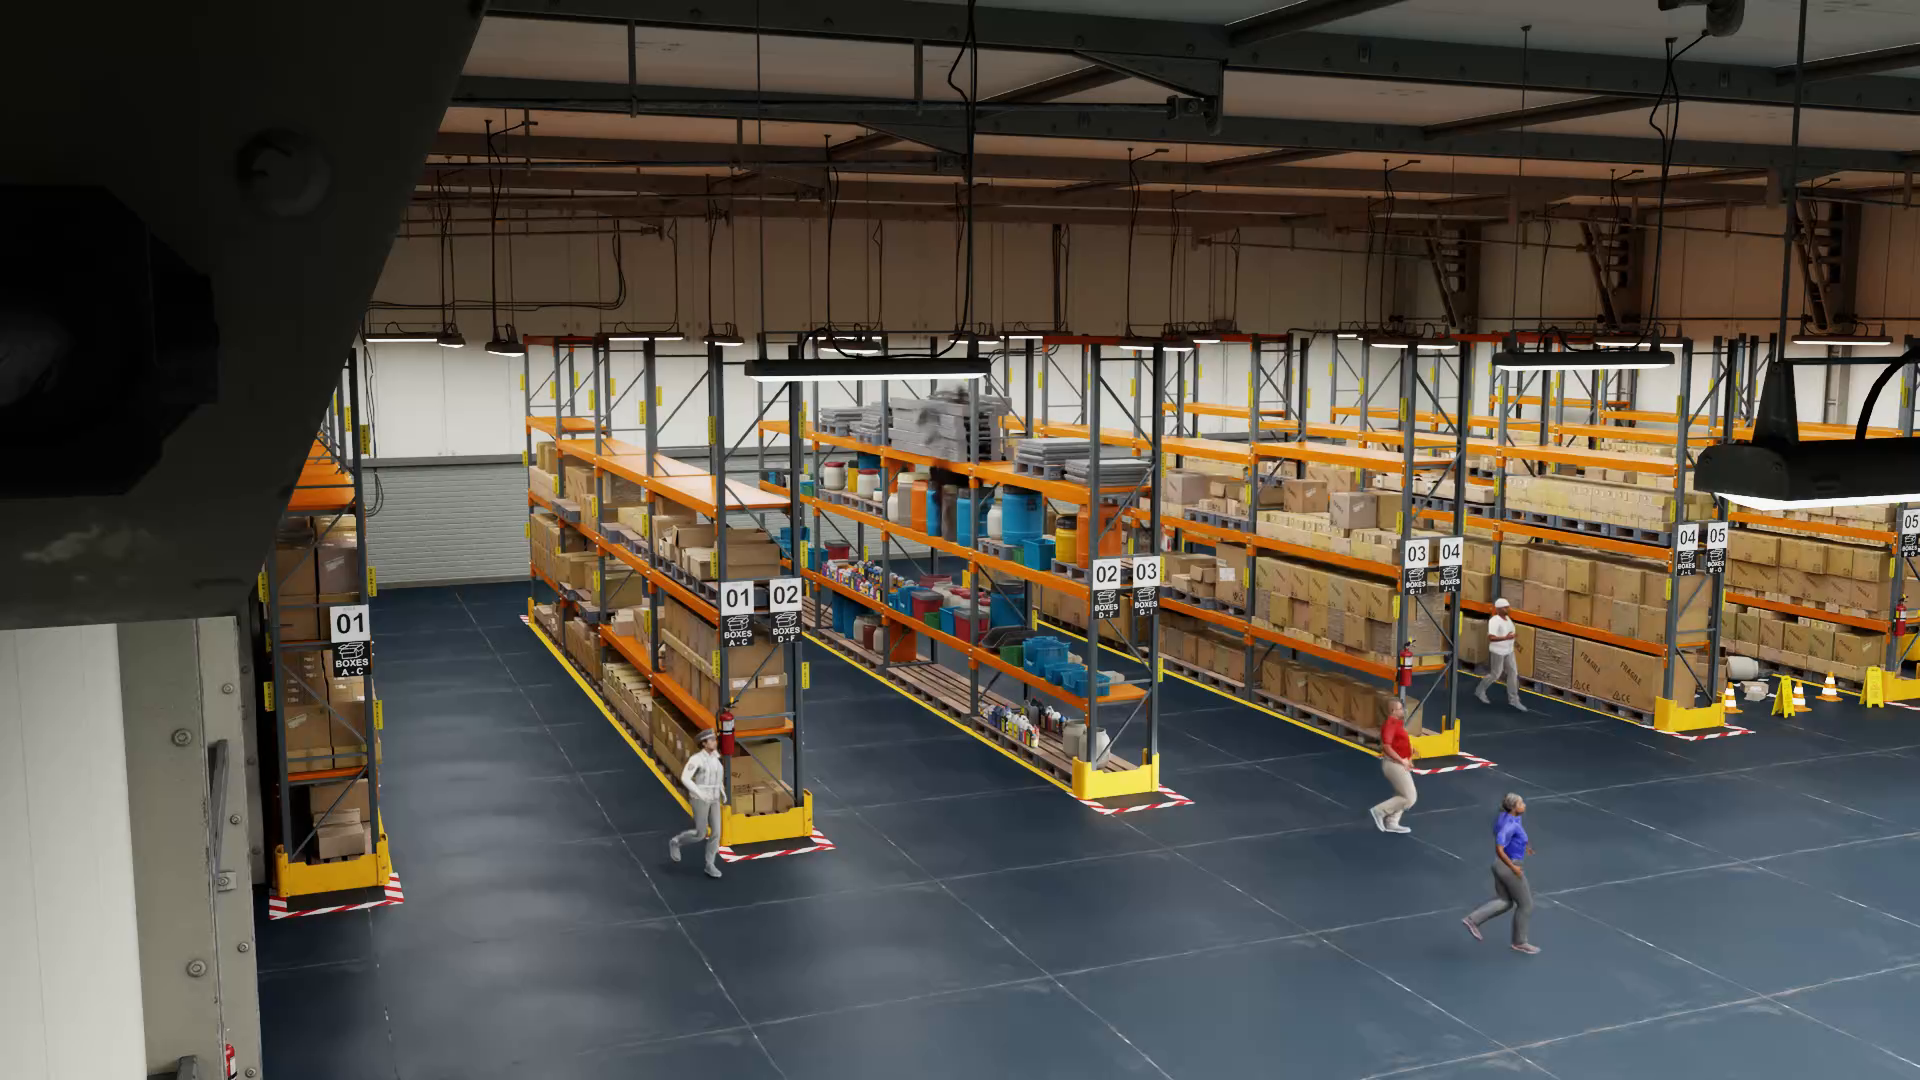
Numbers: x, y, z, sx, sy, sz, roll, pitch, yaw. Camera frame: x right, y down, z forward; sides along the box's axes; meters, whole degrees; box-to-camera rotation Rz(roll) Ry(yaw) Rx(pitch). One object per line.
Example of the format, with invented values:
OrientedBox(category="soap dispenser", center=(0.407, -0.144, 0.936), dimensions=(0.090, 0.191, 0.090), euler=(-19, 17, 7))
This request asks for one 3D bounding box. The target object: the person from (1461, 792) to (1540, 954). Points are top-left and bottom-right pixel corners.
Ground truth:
OrientedBox(category="person", center=(5.452, 3.326, 16.657), dimensions=(0.773, 1.658, 0.574), euler=(0, 8, 3))

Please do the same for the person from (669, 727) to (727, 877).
OrientedBox(category="person", center=(-2.921, 2.977, 19.186), dimensions=(0.782, 1.642, 0.674), euler=(5, 9, 34))

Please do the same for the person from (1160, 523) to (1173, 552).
OrientedBox(category="person", center=(4.545, 0.464, 37.673), dimensions=(0.668, 1.738, 0.597), euler=(-3, 8, -23))

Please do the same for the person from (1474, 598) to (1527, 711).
OrientedBox(category="person", center=(8.807, 1.837, 27.029), dimensions=(0.673, 1.785, 0.887), euler=(-6, 10, -38))

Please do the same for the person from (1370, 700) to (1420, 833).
OrientedBox(category="person", center=(5.359, 2.789, 20.446), dimensions=(0.622, 1.673, 0.660), euler=(1, 8, 7))
